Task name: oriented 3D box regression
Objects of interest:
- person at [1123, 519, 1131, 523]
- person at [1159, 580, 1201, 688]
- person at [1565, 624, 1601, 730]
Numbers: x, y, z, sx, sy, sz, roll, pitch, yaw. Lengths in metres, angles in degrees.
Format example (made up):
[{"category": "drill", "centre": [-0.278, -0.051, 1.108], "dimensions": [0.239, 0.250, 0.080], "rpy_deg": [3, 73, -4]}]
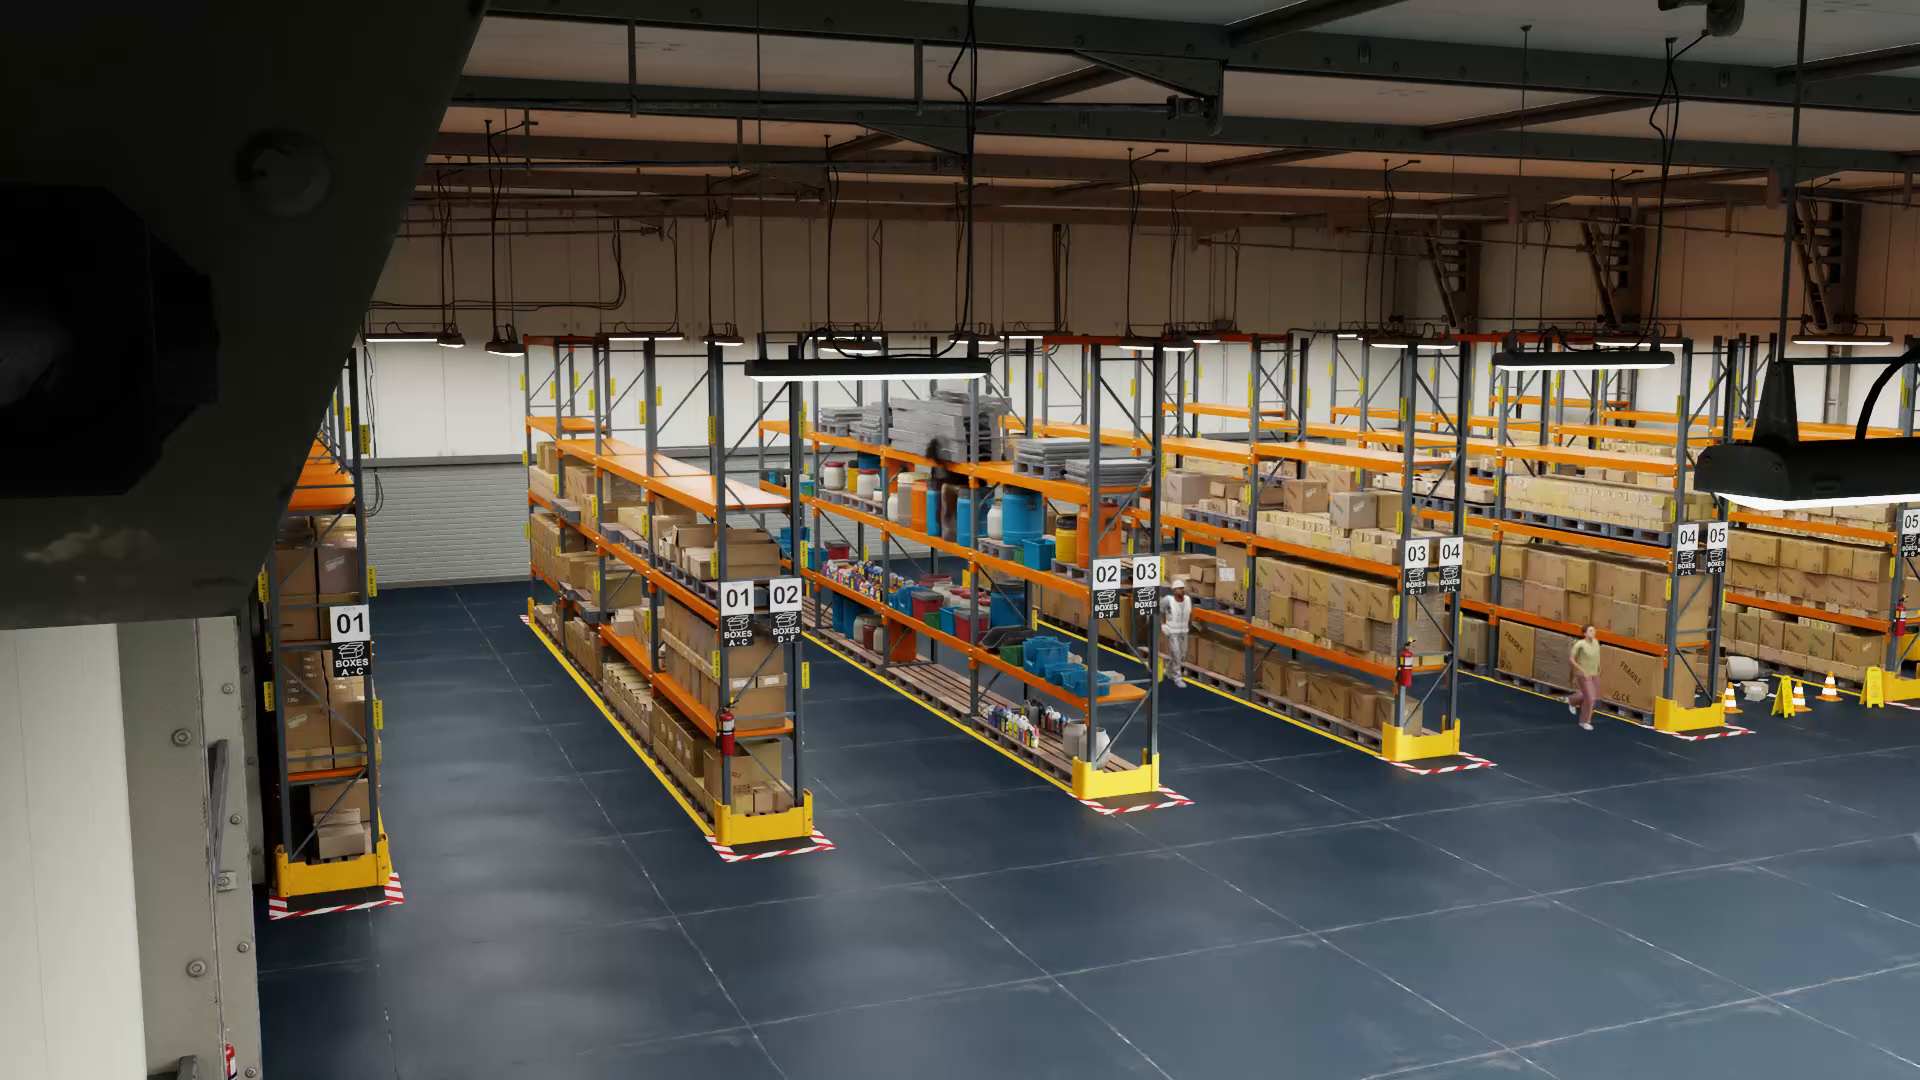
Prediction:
[{"category": "person", "centre": [3.892, 0.312, 39.207], "dimensions": [0.625, 1.632, 0.670], "rpy_deg": [-1, 8, -9]}, {"category": "person", "centre": [3.566, 1.523, 27.552], "dimensions": [0.663, 1.764, 0.728], "rpy_deg": [-3, 8, -24]}, {"category": "person", "centre": [9.694, 2.092, 25.911], "dimensions": [0.586, 1.652, 0.626], "rpy_deg": [-3, 8, -23]}]
